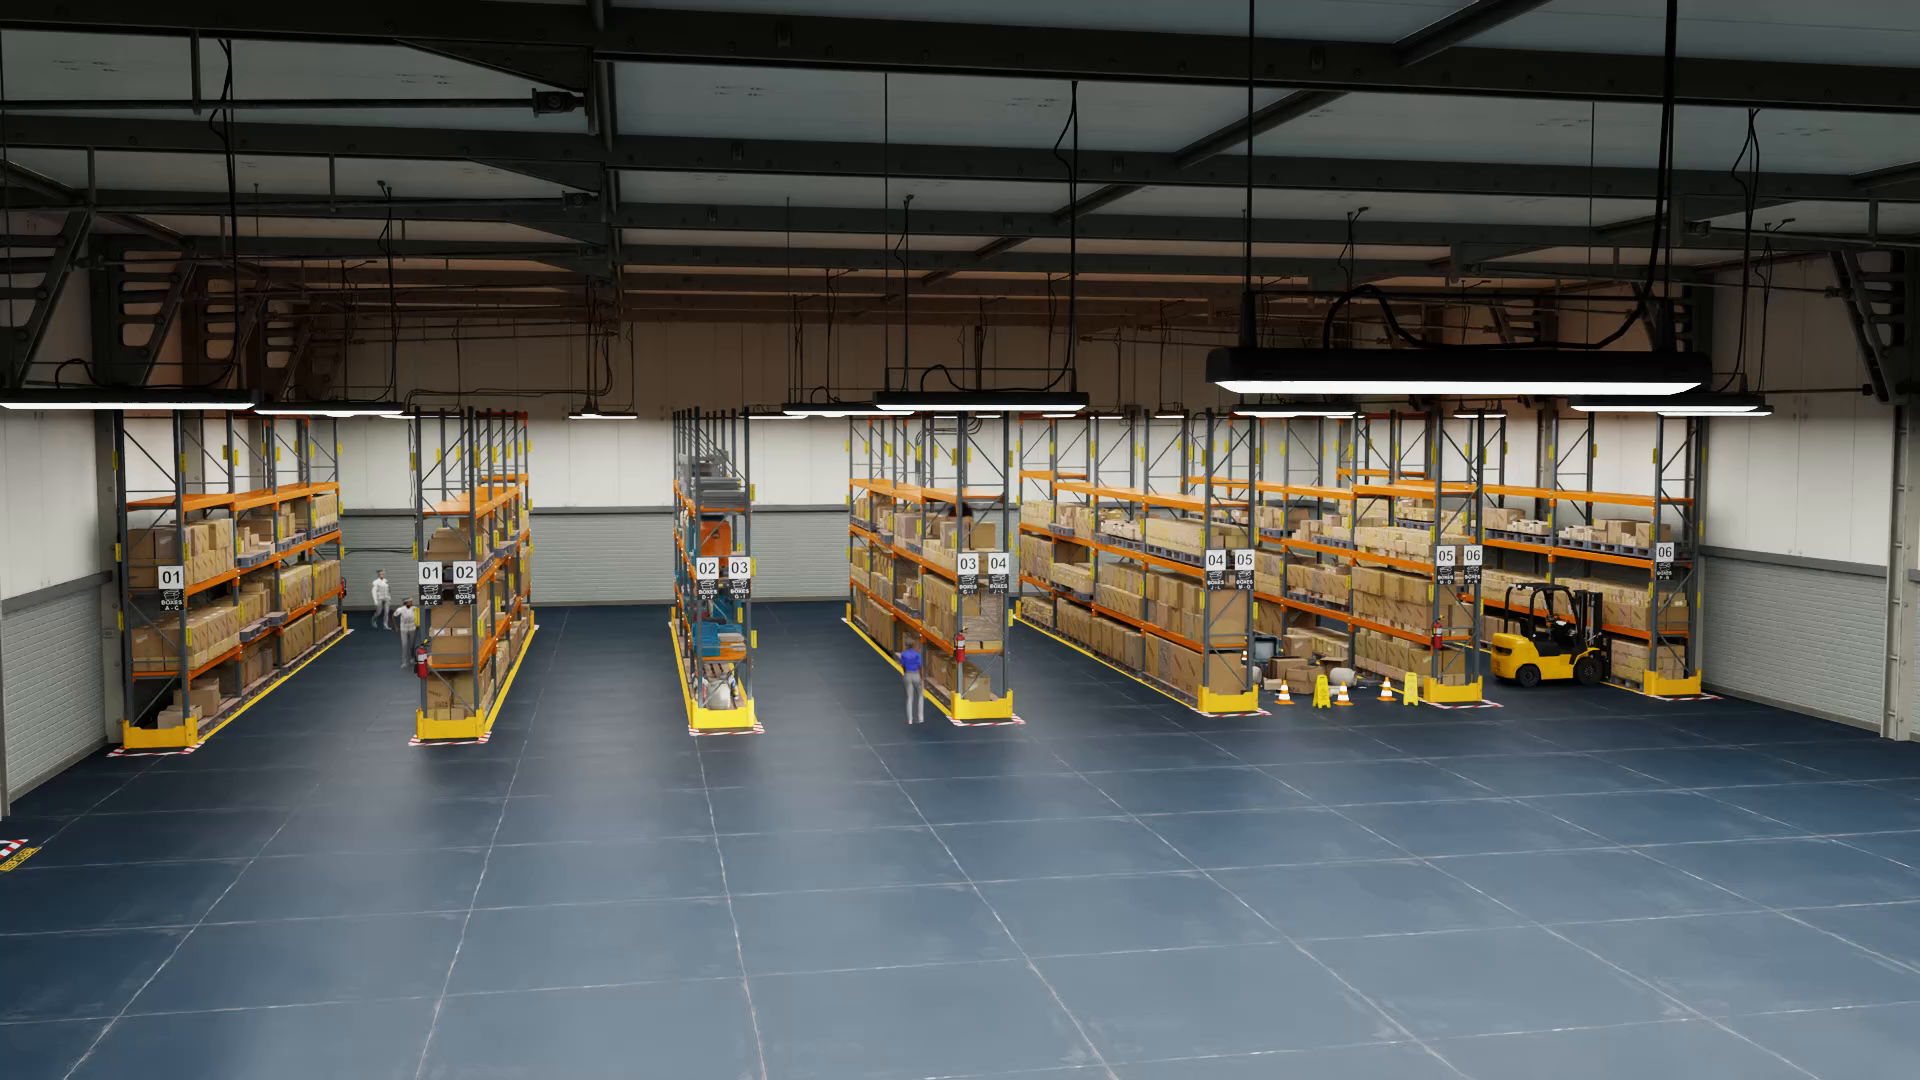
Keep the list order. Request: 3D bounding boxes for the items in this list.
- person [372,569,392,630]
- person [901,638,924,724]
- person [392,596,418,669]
[{"bbox_3d":[-15.927,1.629,45.707,0.555,1.675,0.516,4,5,42],"label":"person"},{"bbox_3d":[-0.889,2.689,31.517,0.446,1.706,0.639,1,4,7],"label":"person"},{"bbox_3d":[-12.896,2.110,38.691,0.617,1.645,1.028,-1,4,-11],"label":"person"}]
